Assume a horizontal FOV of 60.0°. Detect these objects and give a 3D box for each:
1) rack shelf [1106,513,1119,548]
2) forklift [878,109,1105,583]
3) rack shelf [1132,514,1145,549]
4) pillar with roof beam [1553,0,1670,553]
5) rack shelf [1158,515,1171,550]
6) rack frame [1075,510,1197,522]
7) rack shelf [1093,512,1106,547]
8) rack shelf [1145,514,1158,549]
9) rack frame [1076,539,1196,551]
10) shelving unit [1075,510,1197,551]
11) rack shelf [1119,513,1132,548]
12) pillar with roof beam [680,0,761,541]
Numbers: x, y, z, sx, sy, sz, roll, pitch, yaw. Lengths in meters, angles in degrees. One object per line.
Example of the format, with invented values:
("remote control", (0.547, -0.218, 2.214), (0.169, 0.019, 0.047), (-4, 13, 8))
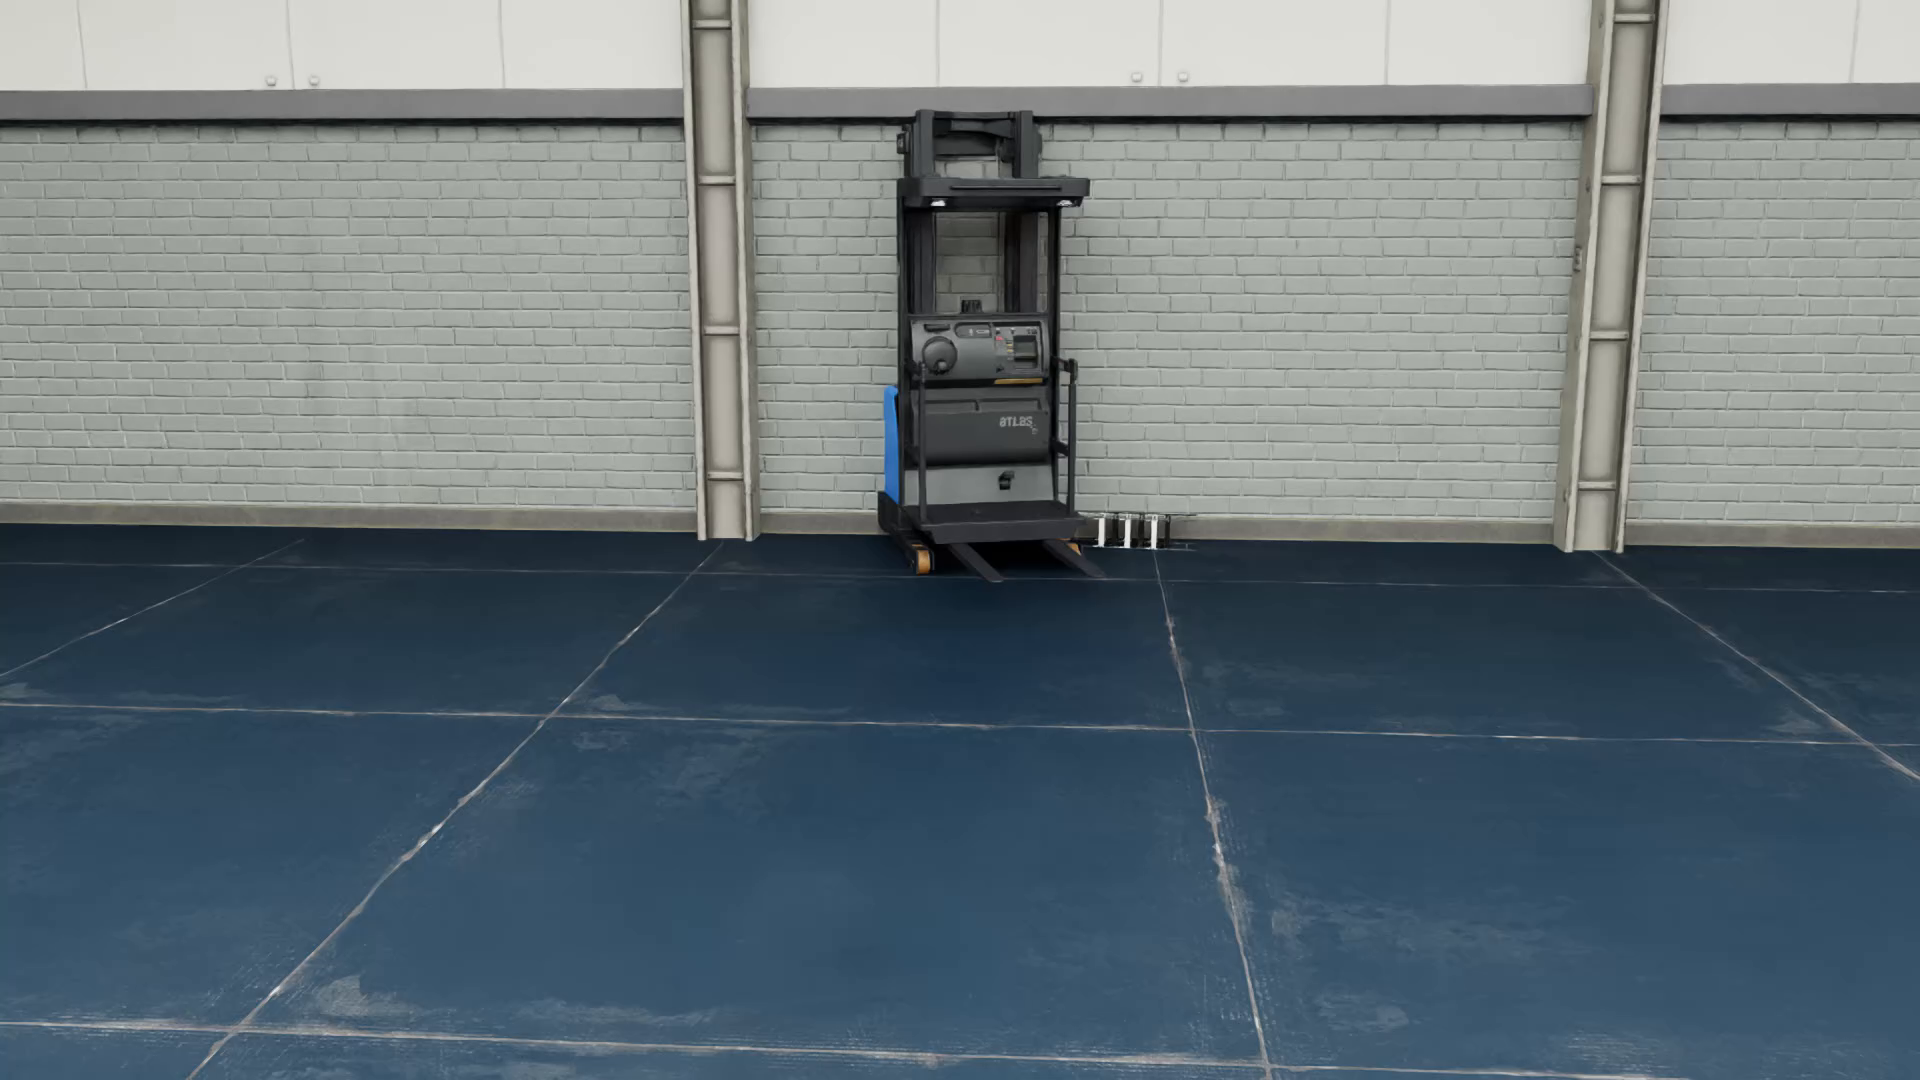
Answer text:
("rack shelf", (1.065, -0.072, 11.575), (0.077, 0.200, 0.258), (2, 12, 8))
("forklift", (0.183, -1.293, 10.793), (1.130, 2.935, 3.031), (-3, 12, -12))
("rack shelf", (1.243, -0.065, 11.550), (0.077, 0.200, 0.258), (2, 12, 8))
("pillar with roof beam", (4.052, -3.470, 6.378), (0.400, 9.000, 9.100), (1, 12, 4))
("rack shelf", (1.421, -0.058, 11.525), (0.077, 0.200, 0.258), (2, 12, 8))
("rack frame", (1.188, -0.167, 11.537), (0.900, 0.006, 0.240), (2, 12, 8))
("rack shelf", (0.976, -0.075, 11.587), (0.077, 0.200, 0.258), (2, 12, 8))
("rack shelf", (1.332, -0.062, 11.537), (0.077, 0.200, 0.258), (2, 12, 8))
("rack frame", (1.186, 0.032, 11.578), (0.900, 0.006, 0.240), (2, 12, 8))
("shelving unit", (1.187, -0.067, 11.558), (0.900, 0.210, 0.258), (2, 12, 8))
("rack shelf", (1.154, -0.068, 11.562), (0.077, 0.200, 0.258), (2, 12, 8))
("pillar with roof beam", (-1.935, -3.552, 6.771), (0.400, 9.000, 9.100), (1, 12, 4))
